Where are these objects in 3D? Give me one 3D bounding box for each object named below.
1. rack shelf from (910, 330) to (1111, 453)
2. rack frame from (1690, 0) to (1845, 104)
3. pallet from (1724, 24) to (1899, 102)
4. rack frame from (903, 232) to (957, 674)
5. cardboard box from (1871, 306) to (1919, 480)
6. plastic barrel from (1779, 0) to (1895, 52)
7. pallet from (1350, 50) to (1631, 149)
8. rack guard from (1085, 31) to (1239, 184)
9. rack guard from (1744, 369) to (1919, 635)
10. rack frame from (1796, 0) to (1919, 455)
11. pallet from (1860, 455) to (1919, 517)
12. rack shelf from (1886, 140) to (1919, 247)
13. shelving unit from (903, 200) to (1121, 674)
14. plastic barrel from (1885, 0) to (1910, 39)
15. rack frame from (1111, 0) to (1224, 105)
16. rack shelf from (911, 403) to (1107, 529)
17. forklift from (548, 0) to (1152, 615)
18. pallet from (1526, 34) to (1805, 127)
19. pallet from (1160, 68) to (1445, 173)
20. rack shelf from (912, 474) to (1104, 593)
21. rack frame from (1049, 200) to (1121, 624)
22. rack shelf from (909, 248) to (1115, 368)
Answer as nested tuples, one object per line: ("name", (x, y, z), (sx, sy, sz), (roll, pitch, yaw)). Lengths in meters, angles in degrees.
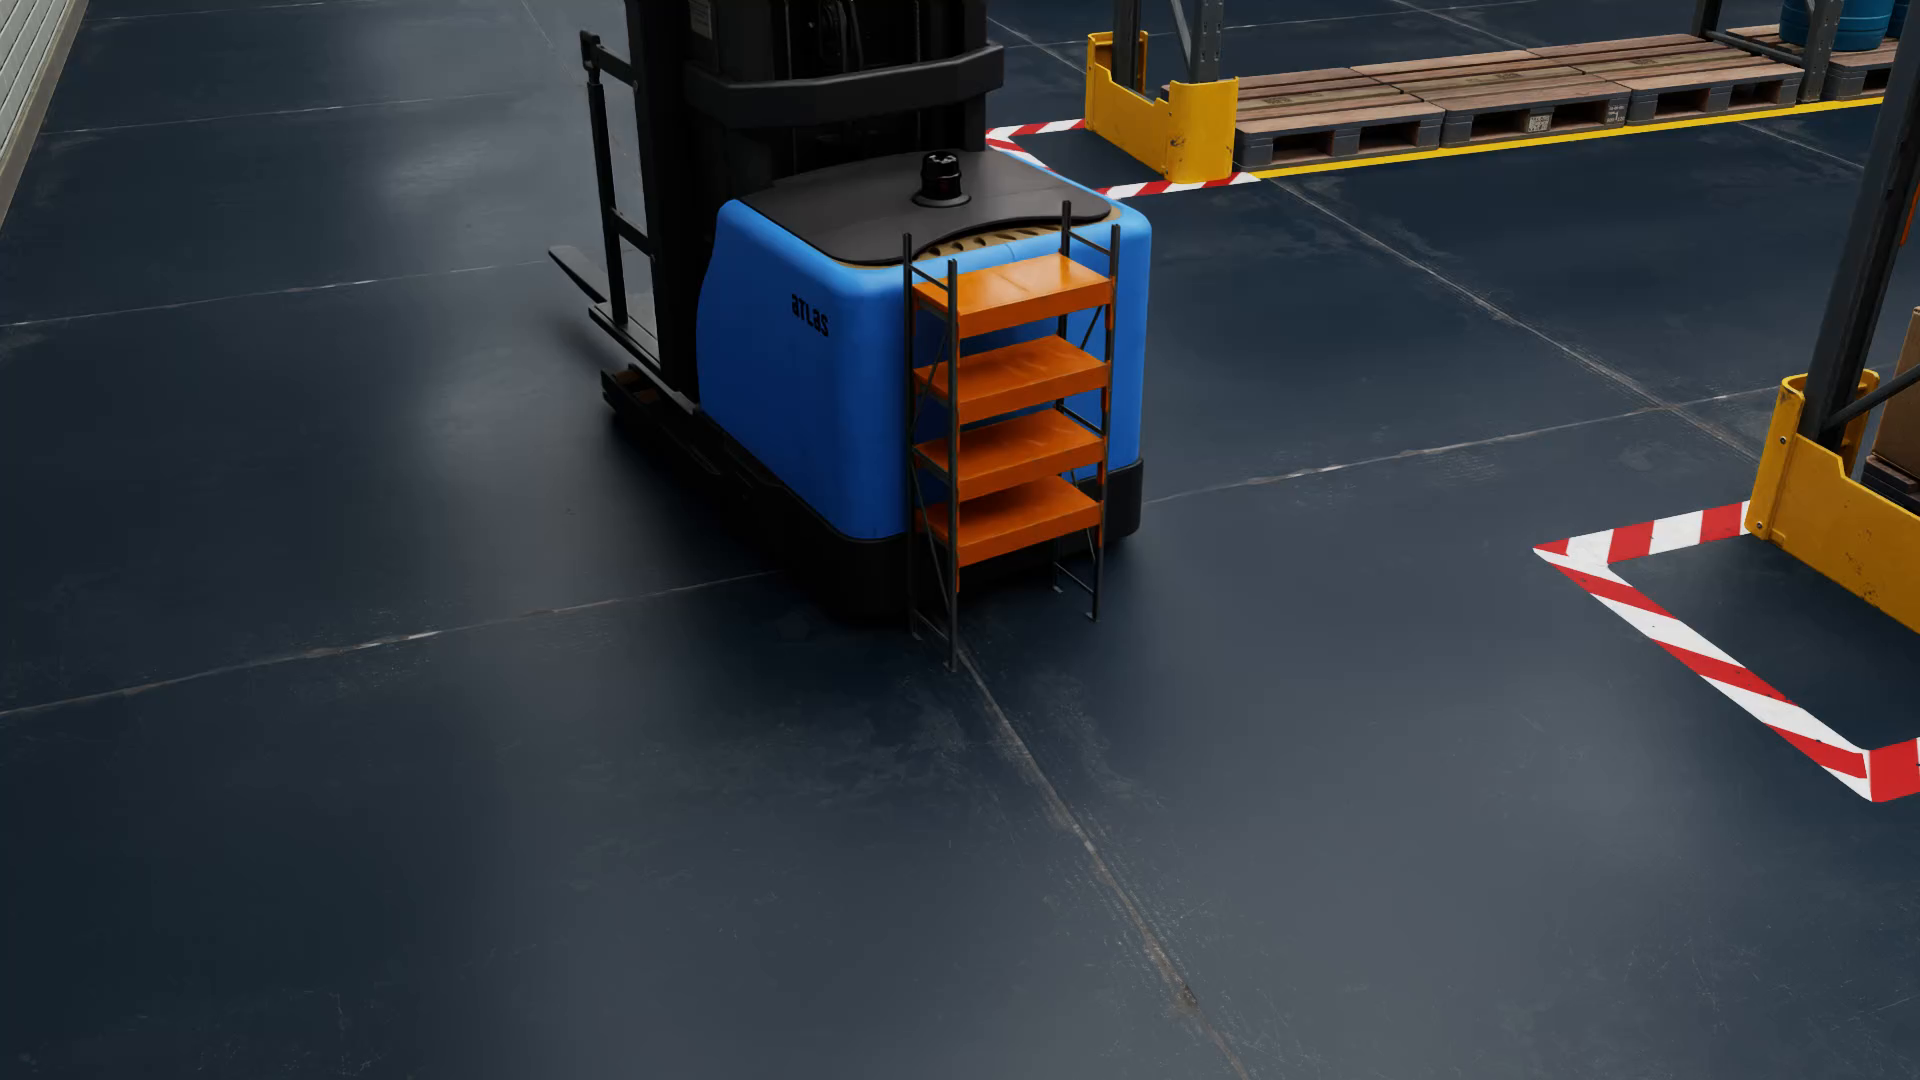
("rack shelf", (0.131, -0.402, 4.426), (0.480, 0.148, 0.258), (-17, 34, -27))
("rack frame", (4.811, -4.094, 9.405), (0.127, 3.000, 1.000), (-10, 31, -18))
("pallet", (5.548, -2.996, 10.296), (1.213, 0.211, 1.003), (-10, 31, -18))
("rack frame", (-0.077, -0.203, 4.392), (0.015, 1.200, 0.240), (-17, 34, -27))
("cardboard box", (3.209, -0.418, 5.034), (0.500, 0.500, 0.500), (-10, 31, -18))
("plastic barrel", (5.327, -3.451, 9.972), (0.708, 0.901, 0.600), (-10, 31, -18))
("pallet", (2.990, -2.525, 9.468), (1.213, 0.211, 1.003), (-10, 31, -18))
("rack guard", (1.044, -2.307, 8.794), (0.348, 0.500, 1.175), (-10, 31, -18))
("rack guard", (2.857, -0.032, 4.800), (0.348, 0.500, 1.175), (-10, 31, -18))
("rack frame", (2.786, -1.105, 4.159), (0.127, 3.000, 1.000), (-10, 31, -18))
("pallet", (3.604, -0.044, 5.114), (1.213, 0.211, 1.003), (-10, 31, -18))
("rack shelf", (4.660, -1.137, 4.943), (4.000, 0.370, 1.077), (-10, 31, -18))
("shelving unit", (0.131, -0.266, 4.504), (0.503, 1.200, 0.258), (-17, 34, -27))
("plastic barrel", (5.990, -3.573, 10.186), (0.708, 0.901, 0.600), (-10, 31, -18))
("rack frame", (1.062, -3.403, 8.194), (0.127, 3.000, 1.000), (-10, 31, -18))
("rack shelf", (0.131, -0.208, 4.537), (0.480, 0.148, 0.258), (-17, 34, -27))
("forklift", (-0.639, -1.750, 5.361), (1.130, 2.935, 3.031), (-17, 34, -27))
("pallet", (4.135, -2.737, 9.841), (1.213, 0.211, 1.003), (-10, 31, -18))
("pallet", (1.848, -2.316, 9.102), (1.213, 0.211, 1.003), (-10, 31, -18))
("rack shelf", (0.130, -0.036, 4.636), (0.480, 0.148, 0.258), (-17, 34, -27))
("rack frame", (0.339, -0.329, 4.615), (0.015, 1.200, 0.240), (-17, 34, -27))
("rack shelf", (0.132, -0.607, 4.308), (0.480, 0.148, 0.258), (-17, 34, -27))
